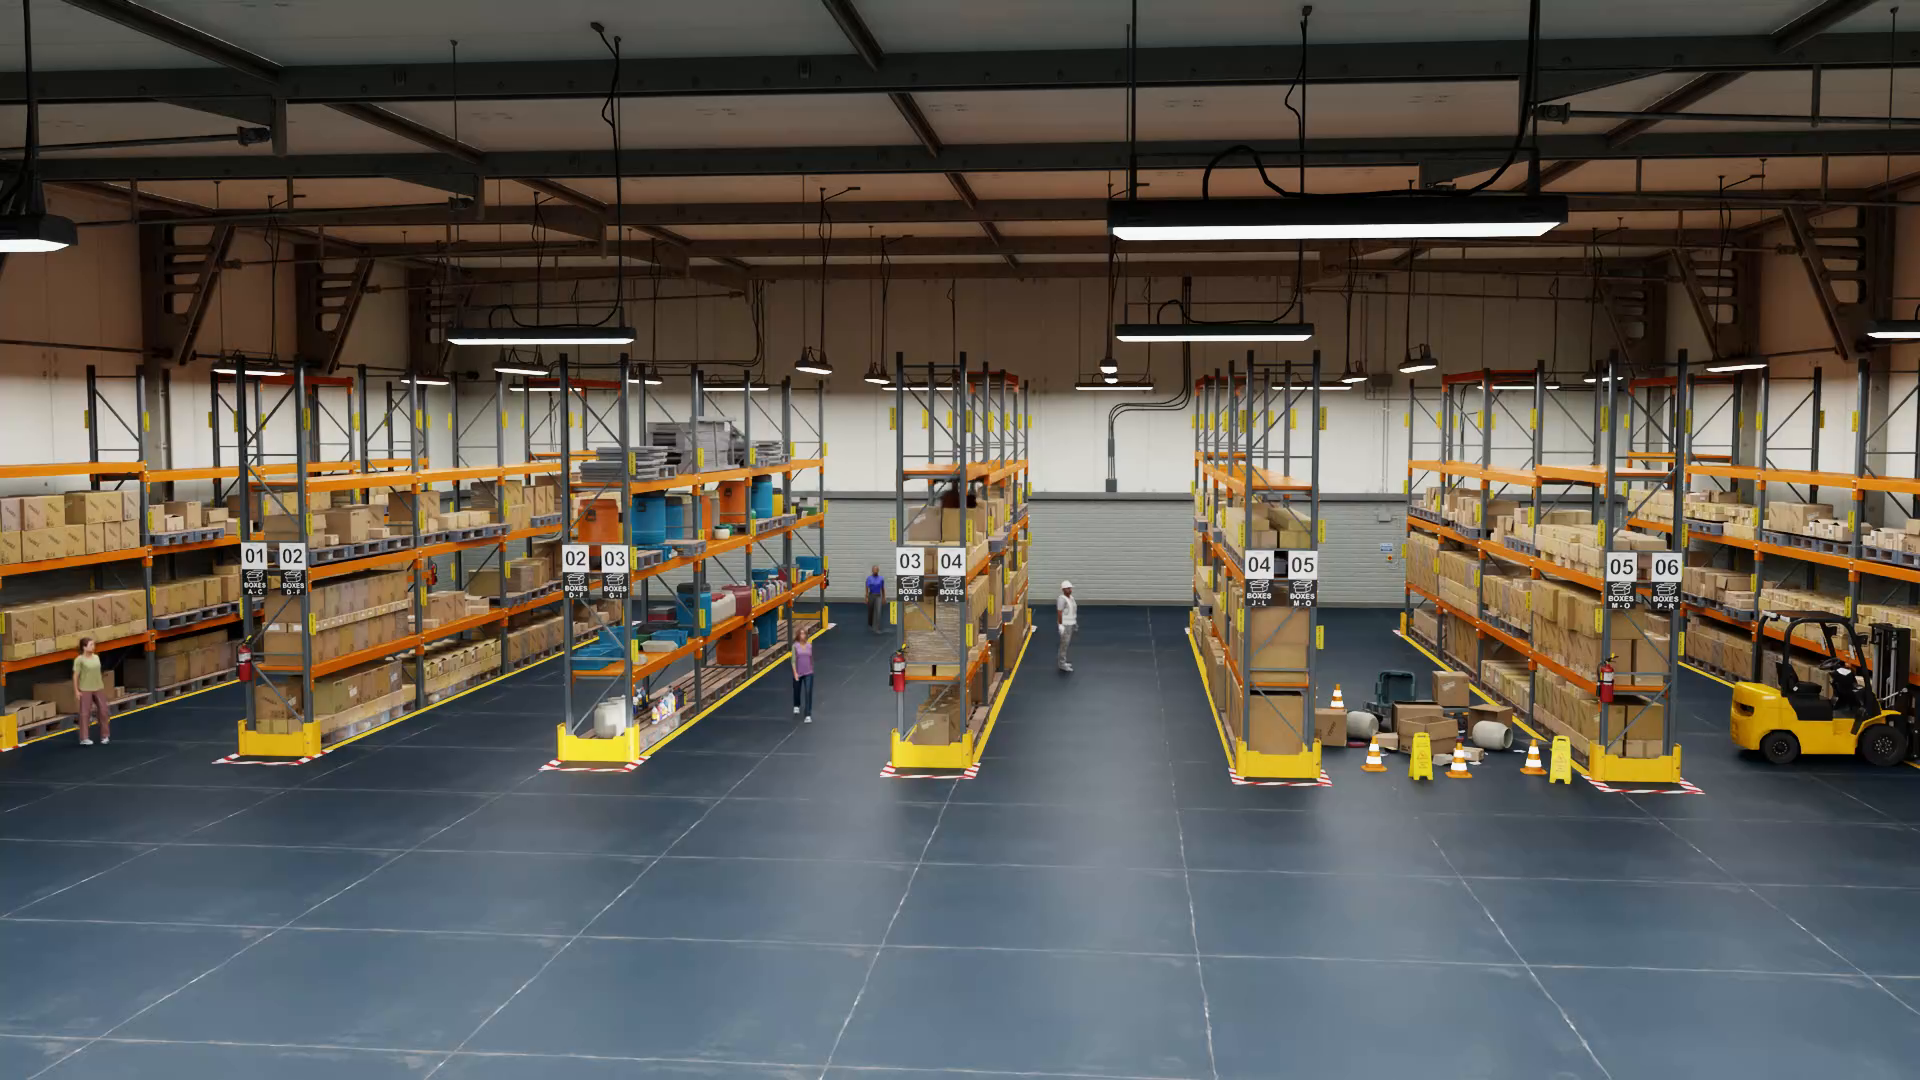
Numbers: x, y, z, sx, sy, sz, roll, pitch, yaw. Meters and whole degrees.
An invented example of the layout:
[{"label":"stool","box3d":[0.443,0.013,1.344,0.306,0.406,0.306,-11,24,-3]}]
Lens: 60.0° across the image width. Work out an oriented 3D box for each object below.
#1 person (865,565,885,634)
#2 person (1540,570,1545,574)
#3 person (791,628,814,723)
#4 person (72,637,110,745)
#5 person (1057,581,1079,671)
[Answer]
[{"label":"person","box3d":[-2.010,1.399,39.436,0.478,1.610,0.964,0,4,-2]},{"label":"person","box3d":[13.868,1.360,39.824,1.008,1.625,0.492,0,4,1]},{"label":"person","box3d":[-2.631,2.252,27.845,0.403,1.528,0.868,-1,4,-9]},{"label":"person","box3d":[-13.496,2.350,25.822,0.339,1.693,0.537,3,5,40]},{"label":"person","box3d":[2.155,1.727,33.621,0.394,1.809,0.629,2,4,22]}]
